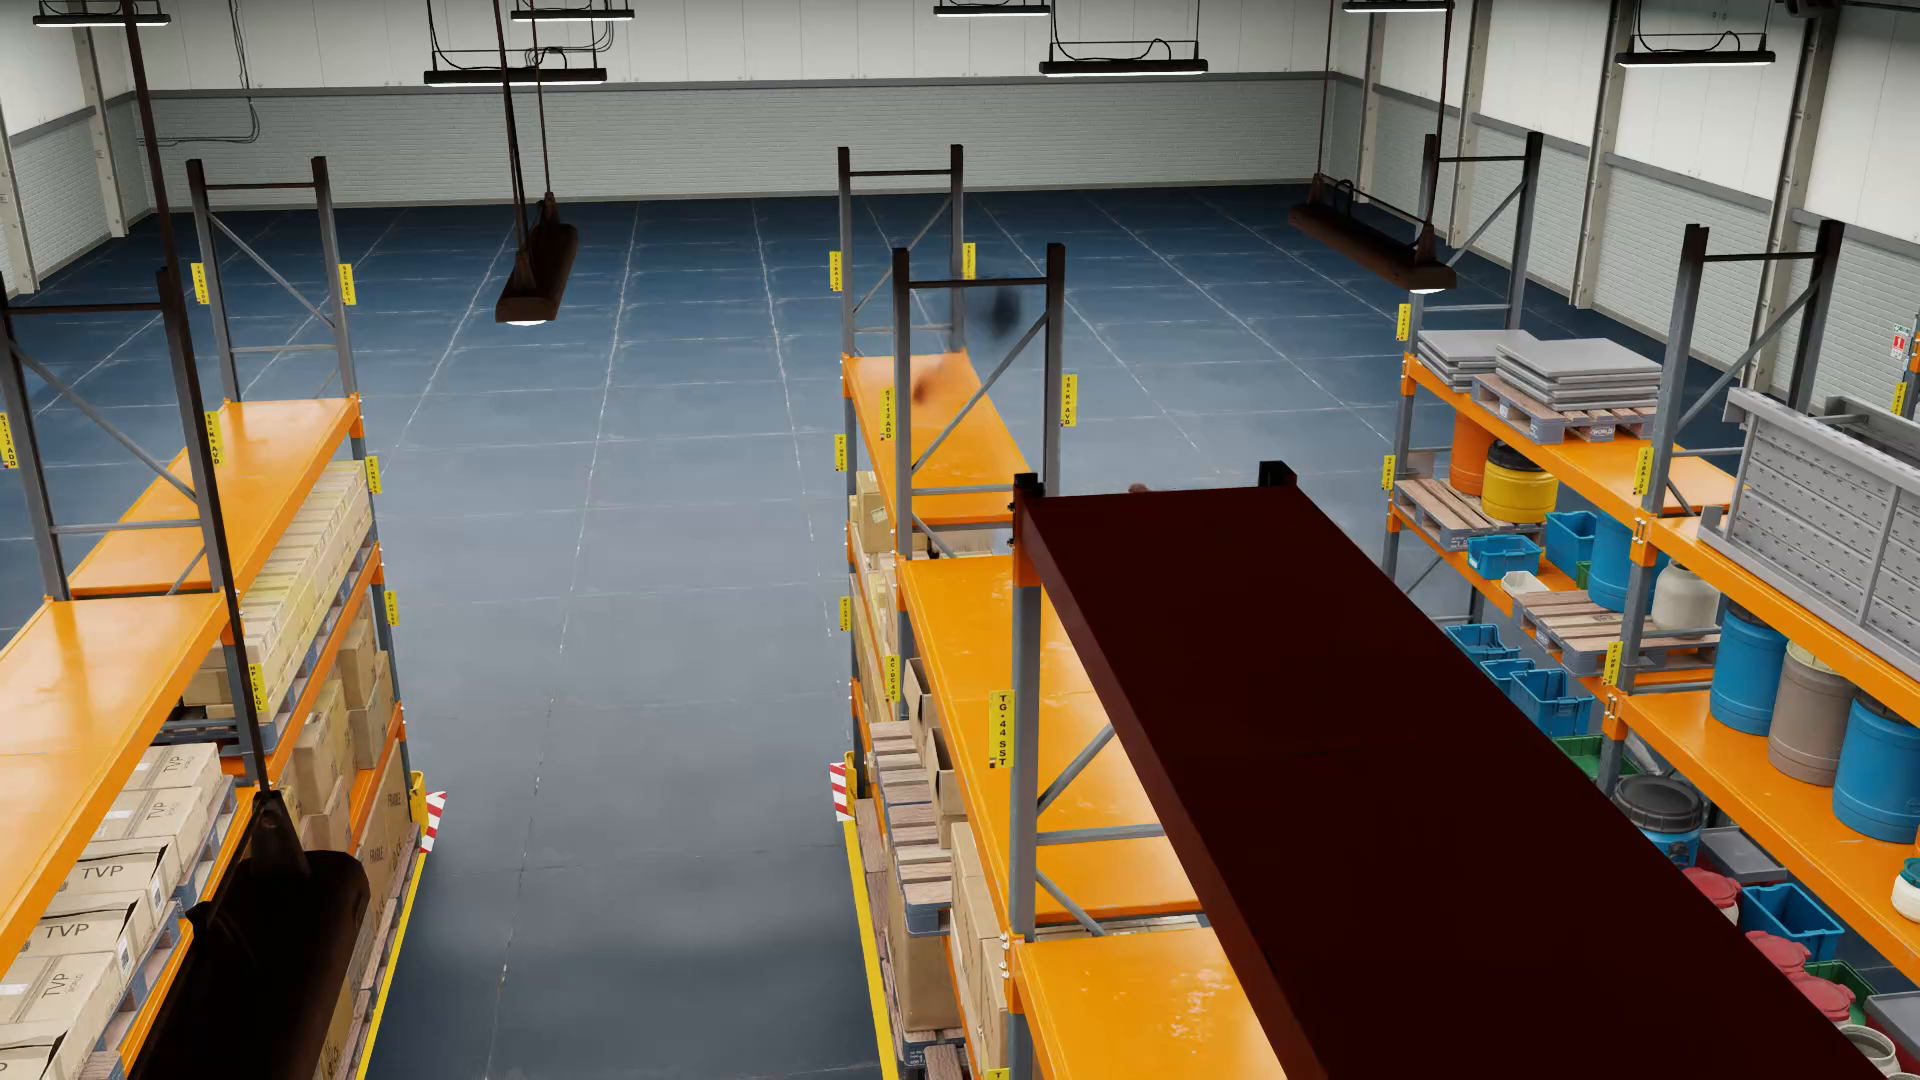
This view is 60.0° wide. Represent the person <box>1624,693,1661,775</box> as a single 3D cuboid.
[{"bbox_3d":[6.329,1.573,15.607,0.552,1.633,0.826,-12,25,-28],"label":"person"}]

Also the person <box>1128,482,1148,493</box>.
[{"bbox_3d":[2.137,0.098,19.262,0.890,1.588,0.559,8,23,18],"label":"person"}]
